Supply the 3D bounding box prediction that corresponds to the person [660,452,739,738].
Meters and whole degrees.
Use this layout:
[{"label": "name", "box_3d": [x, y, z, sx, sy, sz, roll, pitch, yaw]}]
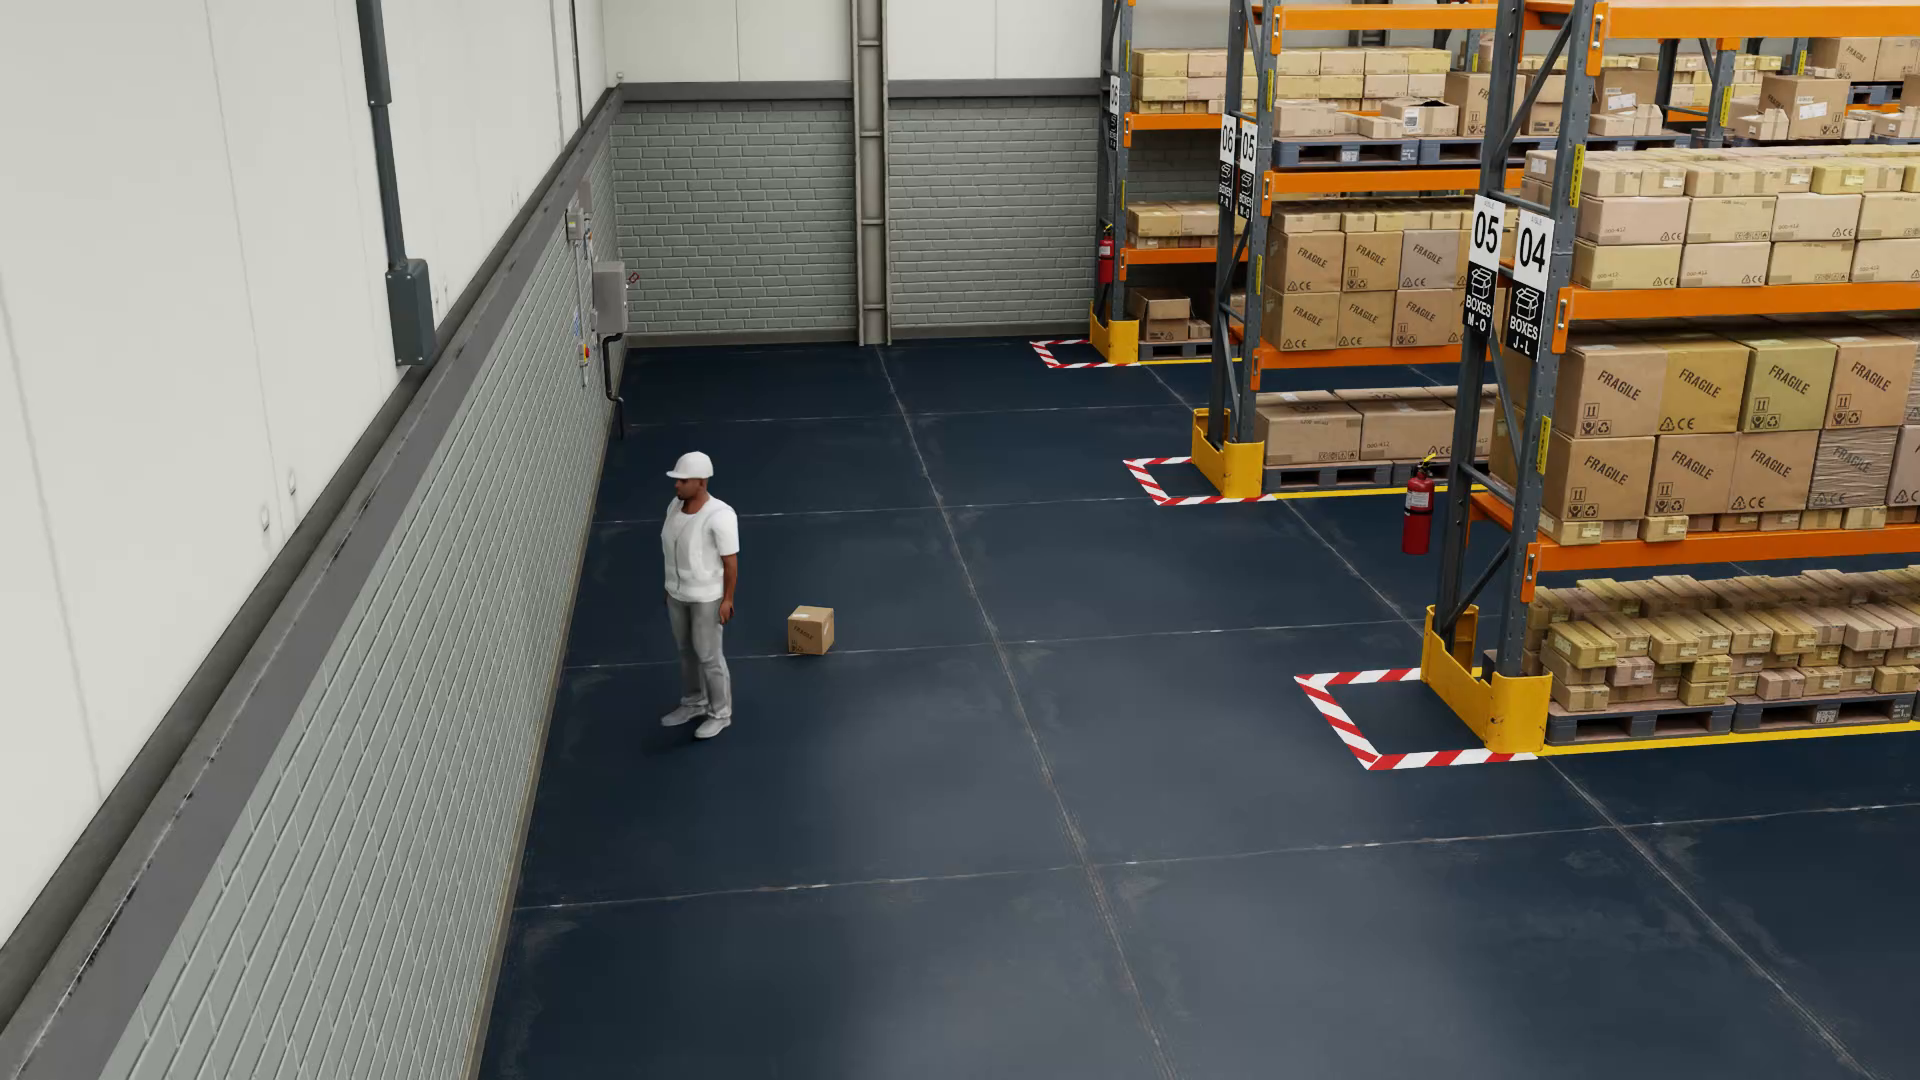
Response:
[{"label": "person", "box_3d": [-1.608, 0.330, 10.135, 0.568, 1.779, 0.377, 15, 25, 36]}]
